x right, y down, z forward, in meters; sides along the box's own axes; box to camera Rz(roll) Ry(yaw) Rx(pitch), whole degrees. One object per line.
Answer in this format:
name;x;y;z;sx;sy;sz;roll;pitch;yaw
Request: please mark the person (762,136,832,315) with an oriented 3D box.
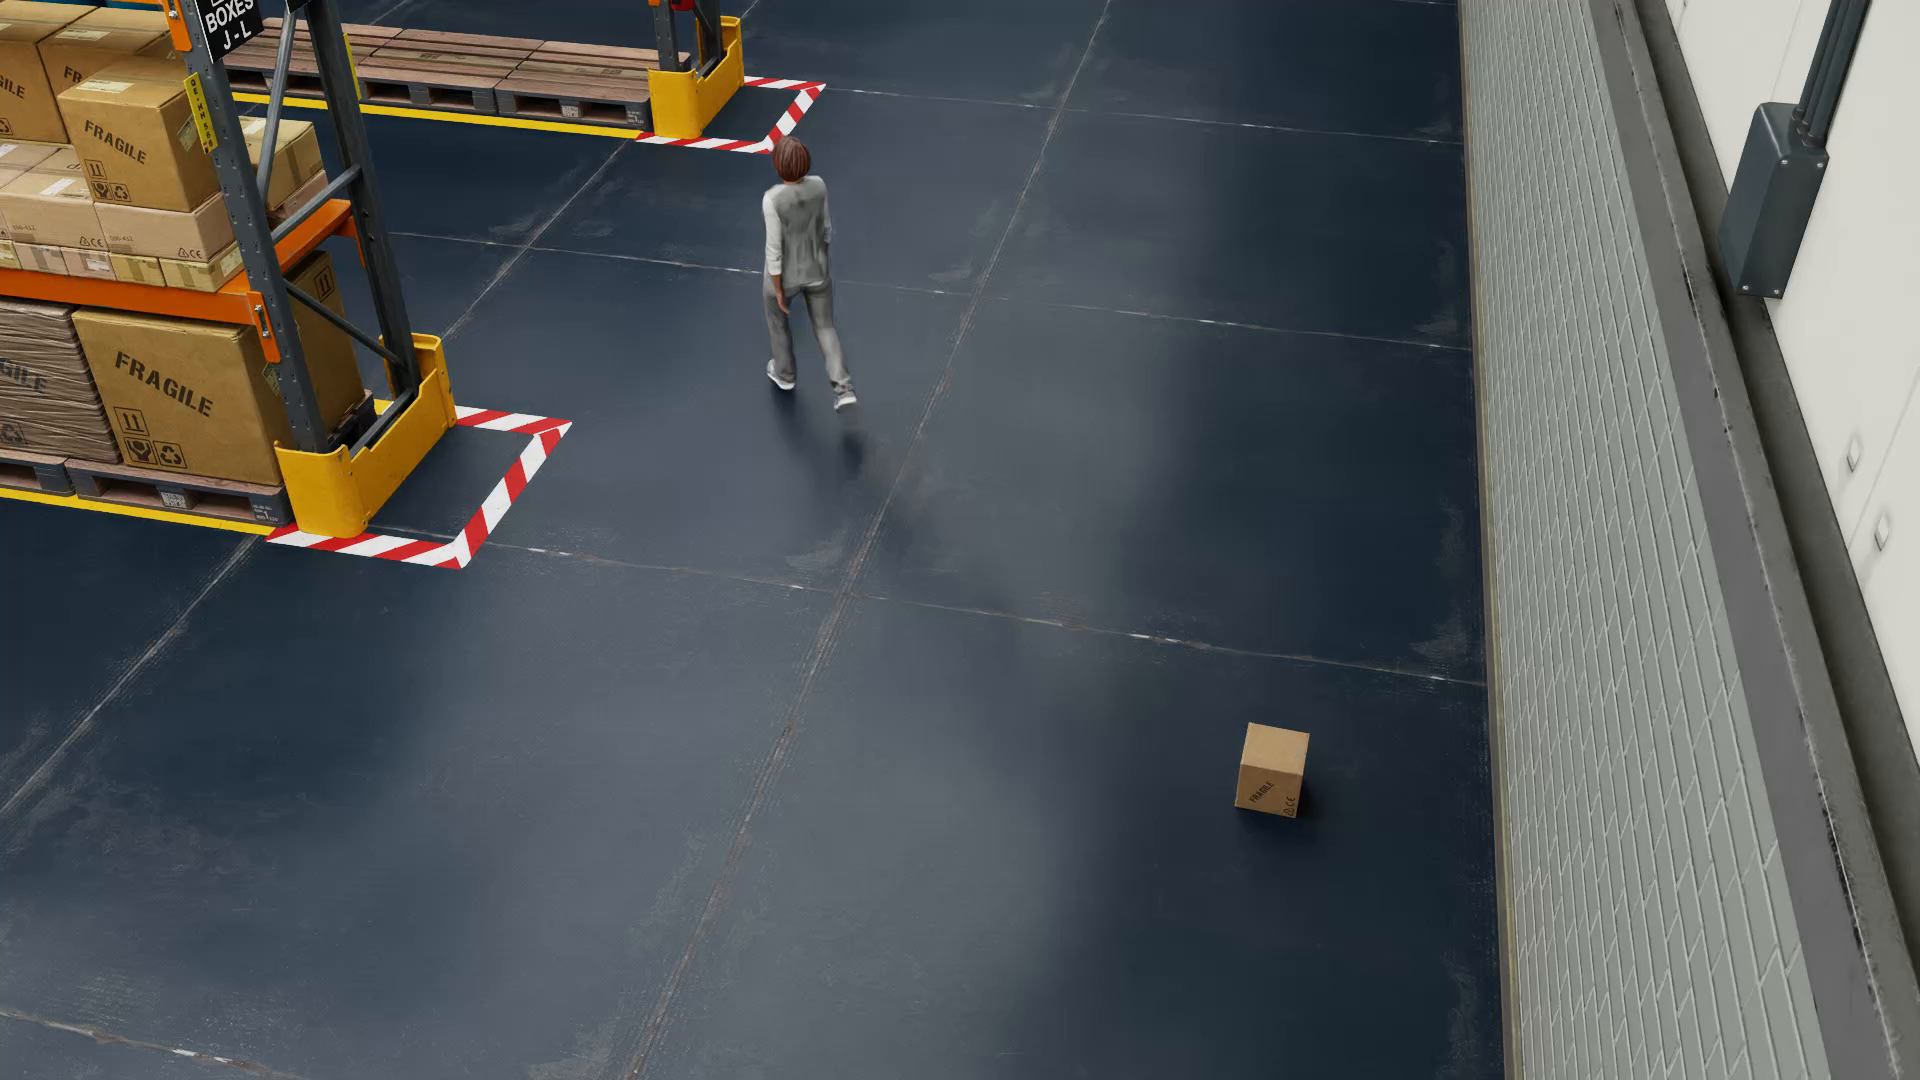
person;-0.858;-1.663;8.649;0.407;0.921;0.320;-17;40;-21
